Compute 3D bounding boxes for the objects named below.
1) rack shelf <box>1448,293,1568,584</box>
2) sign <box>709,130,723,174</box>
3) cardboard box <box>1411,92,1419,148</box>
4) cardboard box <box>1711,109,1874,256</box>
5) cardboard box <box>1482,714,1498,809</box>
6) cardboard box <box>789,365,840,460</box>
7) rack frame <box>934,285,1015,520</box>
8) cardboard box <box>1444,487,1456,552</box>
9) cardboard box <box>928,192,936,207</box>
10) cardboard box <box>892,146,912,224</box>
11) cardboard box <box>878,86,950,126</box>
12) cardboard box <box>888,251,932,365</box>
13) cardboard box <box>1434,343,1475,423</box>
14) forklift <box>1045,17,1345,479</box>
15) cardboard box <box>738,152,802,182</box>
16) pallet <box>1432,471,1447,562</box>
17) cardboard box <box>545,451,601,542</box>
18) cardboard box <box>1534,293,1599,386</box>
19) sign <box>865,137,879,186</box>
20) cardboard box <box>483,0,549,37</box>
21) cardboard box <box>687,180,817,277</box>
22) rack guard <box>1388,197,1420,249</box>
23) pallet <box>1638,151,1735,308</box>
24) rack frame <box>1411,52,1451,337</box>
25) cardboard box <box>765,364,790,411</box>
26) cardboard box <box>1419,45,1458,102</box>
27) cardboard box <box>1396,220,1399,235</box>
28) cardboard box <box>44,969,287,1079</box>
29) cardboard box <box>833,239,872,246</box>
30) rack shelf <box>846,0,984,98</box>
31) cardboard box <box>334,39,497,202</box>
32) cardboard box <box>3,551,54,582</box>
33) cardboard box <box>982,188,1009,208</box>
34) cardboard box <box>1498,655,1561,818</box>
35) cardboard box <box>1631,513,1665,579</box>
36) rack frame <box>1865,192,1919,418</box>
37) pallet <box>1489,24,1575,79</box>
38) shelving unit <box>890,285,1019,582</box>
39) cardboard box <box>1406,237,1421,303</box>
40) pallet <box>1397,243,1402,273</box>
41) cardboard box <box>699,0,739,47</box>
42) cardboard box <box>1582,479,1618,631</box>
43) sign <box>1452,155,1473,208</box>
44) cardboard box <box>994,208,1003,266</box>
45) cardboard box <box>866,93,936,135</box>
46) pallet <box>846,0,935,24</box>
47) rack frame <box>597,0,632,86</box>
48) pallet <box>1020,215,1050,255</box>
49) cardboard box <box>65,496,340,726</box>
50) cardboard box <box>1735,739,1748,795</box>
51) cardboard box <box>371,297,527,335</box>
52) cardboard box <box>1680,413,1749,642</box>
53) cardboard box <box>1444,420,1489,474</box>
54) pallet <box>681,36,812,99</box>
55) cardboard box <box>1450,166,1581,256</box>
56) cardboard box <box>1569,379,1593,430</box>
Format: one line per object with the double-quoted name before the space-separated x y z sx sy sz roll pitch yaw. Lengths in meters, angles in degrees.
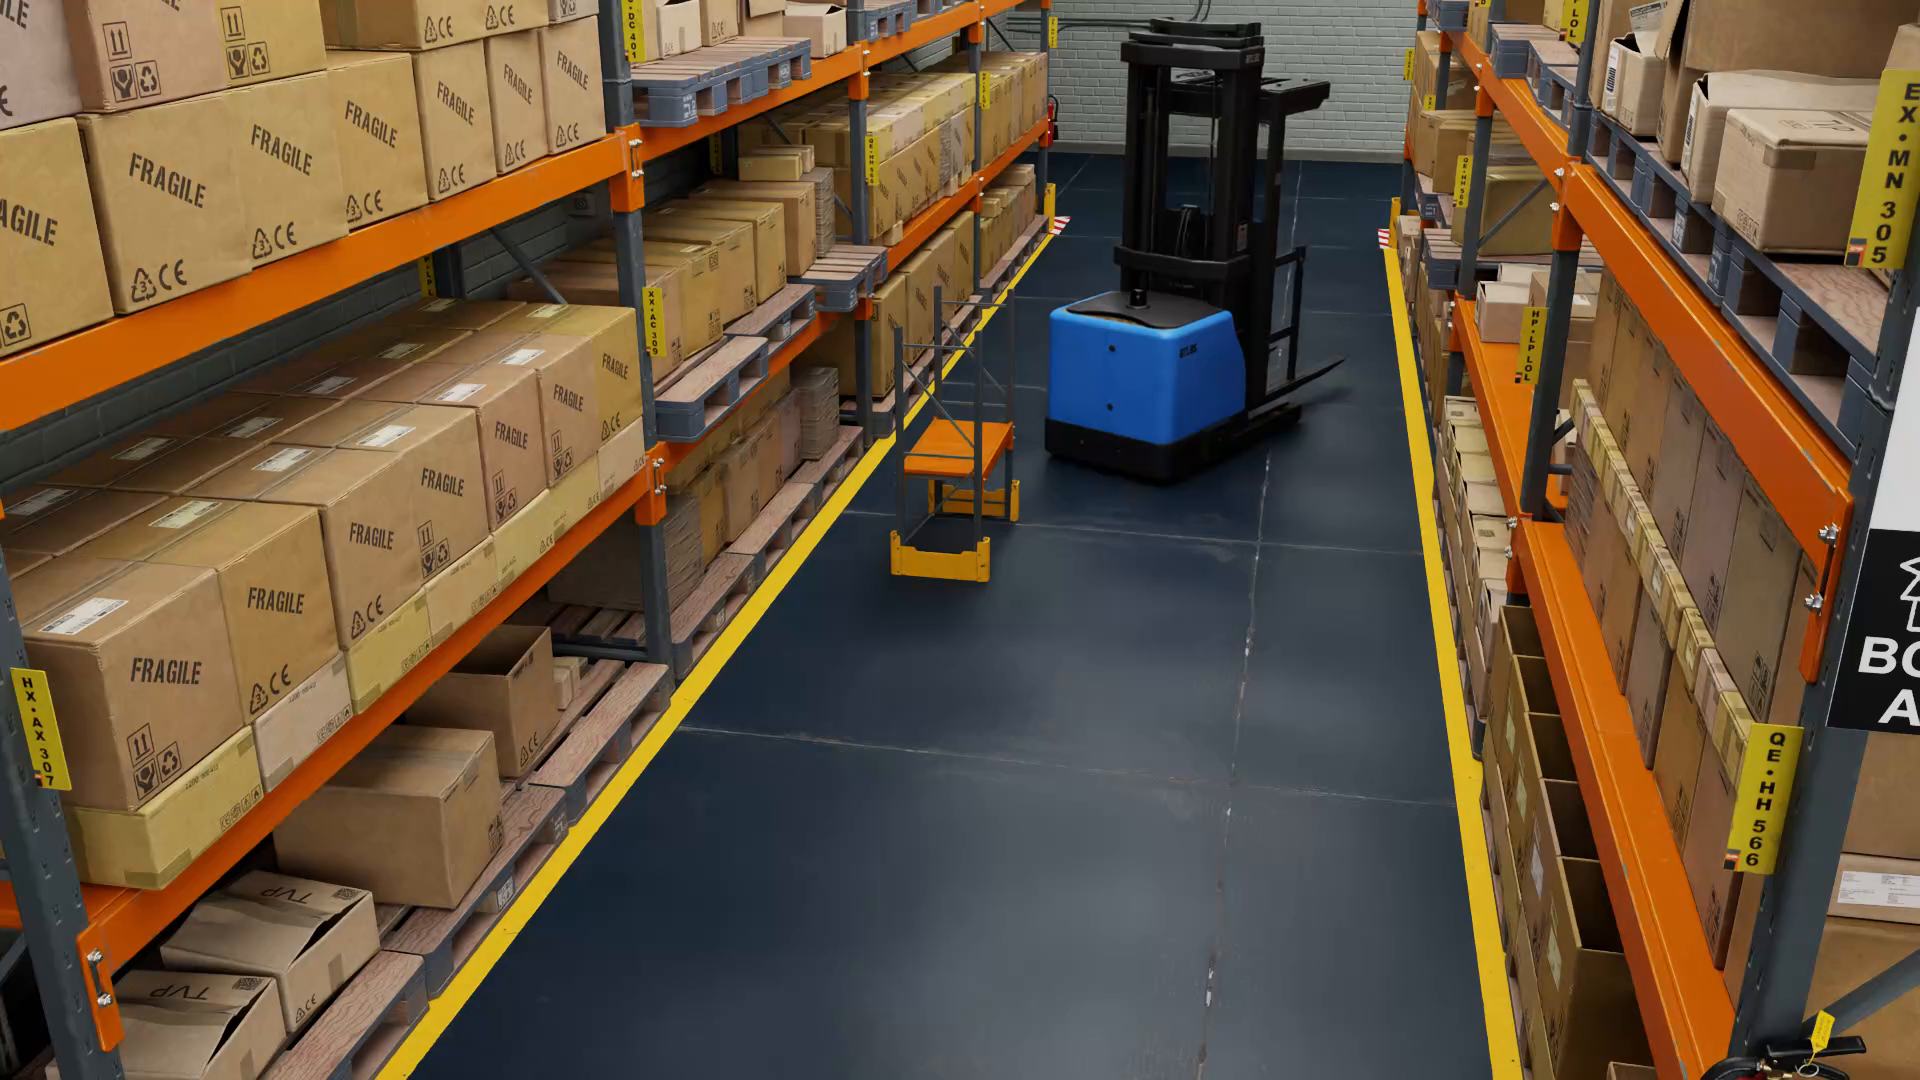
"rack shelf" 3.311 -0.663 8.948 1.077 0.370 4.000 4 22 11
"sign" -1.675 -2.683 11.450 0.100 0.325 0.005 4 22 11
"cardboard box" 4.797 -4.186 16.598 0.500 0.500 0.500 4 22 11
"cardboard box" 2.063 -0.825 3.824 0.500 0.250 0.500 4 22 11
"cardboard box" 2.511 0.962 7.069 0.500 0.250 0.500 4 22 11
"cardboard box" -1.227 -0.882 11.285 0.700 0.500 0.500 5 22 12
"rack frame" 0.086 -0.850 10.458 0.500 1.500 0.032 4 22 11
"cardboard box" 3.123 -0.104 9.715 0.500 0.250 0.500 4 22 10
"cardboard box" -0.409 -2.854 13.734 0.380 0.149 0.250 4 22 9
"cardboard box" -0.666 -2.647 12.353 0.500 0.500 0.500 5 23 13
"cardboard box" -0.378 -3.546 13.580 0.500 0.250 0.500 5 22 12
"cardboard box" -0.668 -1.881 13.324 0.750 0.750 0.750 4 22 11
"cardboard box" 3.680 -1.133 11.908 0.500 0.500 0.500 5 23 13
"forklift" 1.905 -2.254 12.026 1.130 2.935 3.031 16 27 35
"cardboard box" -1.224 -2.409 10.728 0.380 0.149 0.250 1 22 2
"pallet" 3.513 -0.137 10.411 1.003 0.211 1.213 4 22 11
"cardboard box" -1.857 -0.204 7.018 0.500 0.250 0.500 5 22 11
"cardboard box" 3.285 -0.967 8.606 0.500 0.500 0.500 4 22 11
"sign" -0.598 -2.567 11.268 0.100 0.325 0.005 4 22 11
"cardboard box" -1.886 -2.146 6.154 0.500 0.500 0.500 6 23 14
"cardboard box" -1.305 -1.976 10.522 0.700 0.500 0.500 2 22 6
"rack guard" 5.336 -3.467 18.293 1.175 0.500 0.348 4 22 11
"pallet" 2.503 -0.857 4.570 1.003 0.211 1.213 4 22 11
"rack frame" 4.535 -3.191 14.262 1.000 3.000 0.127 4 22 11
"cardboard box" -1.405 -1.026 10.639 0.500 0.250 0.500 5 22 12
"cardboard box" 4.694 -4.462 15.945 0.500 0.500 0.500 4 22 10
"cardboard box" 4.878 -3.326 17.799 0.380 0.166 0.250 4 22 11
"cardboard box" -2.534 1.618 5.331 0.500 0.311 0.500 2 22 5
"cardboard box" -0.837 -2.100 11.862 0.380 0.149 0.250 4 22 10
"rack shelf" -0.723 -3.894 12.954 1.077 0.370 4.000 4 22 11
"cardboard box" -2.000 -1.496 5.876 0.500 0.500 0.500 4 22 9
"cardboard box" -2.876 0.345 4.652 0.500 0.500 0.500 4 22 10
"cardboard box" 0.293 -3.472 16.874 0.380 0.149 0.250 4 22 9
"cardboard box" 2.407 0.797 6.475 0.500 0.500 0.500 4 22 11
"cardboard box" 2.346 0.038 5.243 0.380 0.149 0.250 4 22 10
"rack frame" 2.086 -1.585 2.244 1.000 3.000 0.127 4 22 11
"pallet" 3.668 -2.777 9.472 1.213 0.211 1.003 6 23 13
"shelving unit" -0.016 -0.668 10.004 0.587 1.500 1.083 4 22 11
"cardboard box" 4.374 -2.466 15.218 0.500 0.500 0.500 4 22 11
"pallet" 5.174 -3.041 17.622 1.003 0.211 1.213 4 22 11
"cardboard box" -1.506 -2.919 8.876 0.500 0.500 0.500 4 22 9
"cardboard box" 2.717 0.044 6.095 0.700 0.500 0.500 4 22 10
"sign" 3.186 -2.267 10.523 0.100 0.325 0.005 4 22 11
"cardboard box" 0.044 -3.052 16.700 0.700 0.500 0.500 4 22 10
"cardboard box" -0.481 -3.359 13.117 0.500 0.250 0.500 4 22 10
"pallet" -0.827 -4.057 12.650 1.003 0.211 1.213 6 23 13
"rack frame" -1.948 -3.425 6.811 1.000 3.000 0.127 4 22 11
"pallet" 0.415 -3.438 18.609 1.003 0.211 1.213 4 22 11
"cardboard box" -2.261 0.202 5.007 0.500 0.500 0.500 5 22 11
"cardboard box" 2.030 0.600 3.846 0.380 0.149 0.250 5 22 12
"cardboard box" -2.248 -0.773 7.429 0.500 0.500 0.500 4 22 10
"cardboard box" 2.409 -0.017 4.510 0.700 0.500 0.500 5 22 11
"cardboard box" 3.226 -0.546 10.062 0.500 0.311 0.500 4 22 10
"pallet" -1.509 -2.543 8.889 1.213 0.211 1.003 4 22 11
"cardboard box" 3.737 -2.208 11.126 0.700 0.500 0.500 -3 22 -7
"cardboard box" 2.658 -0.529 6.650 0.380 0.149 0.250 4 22 11
